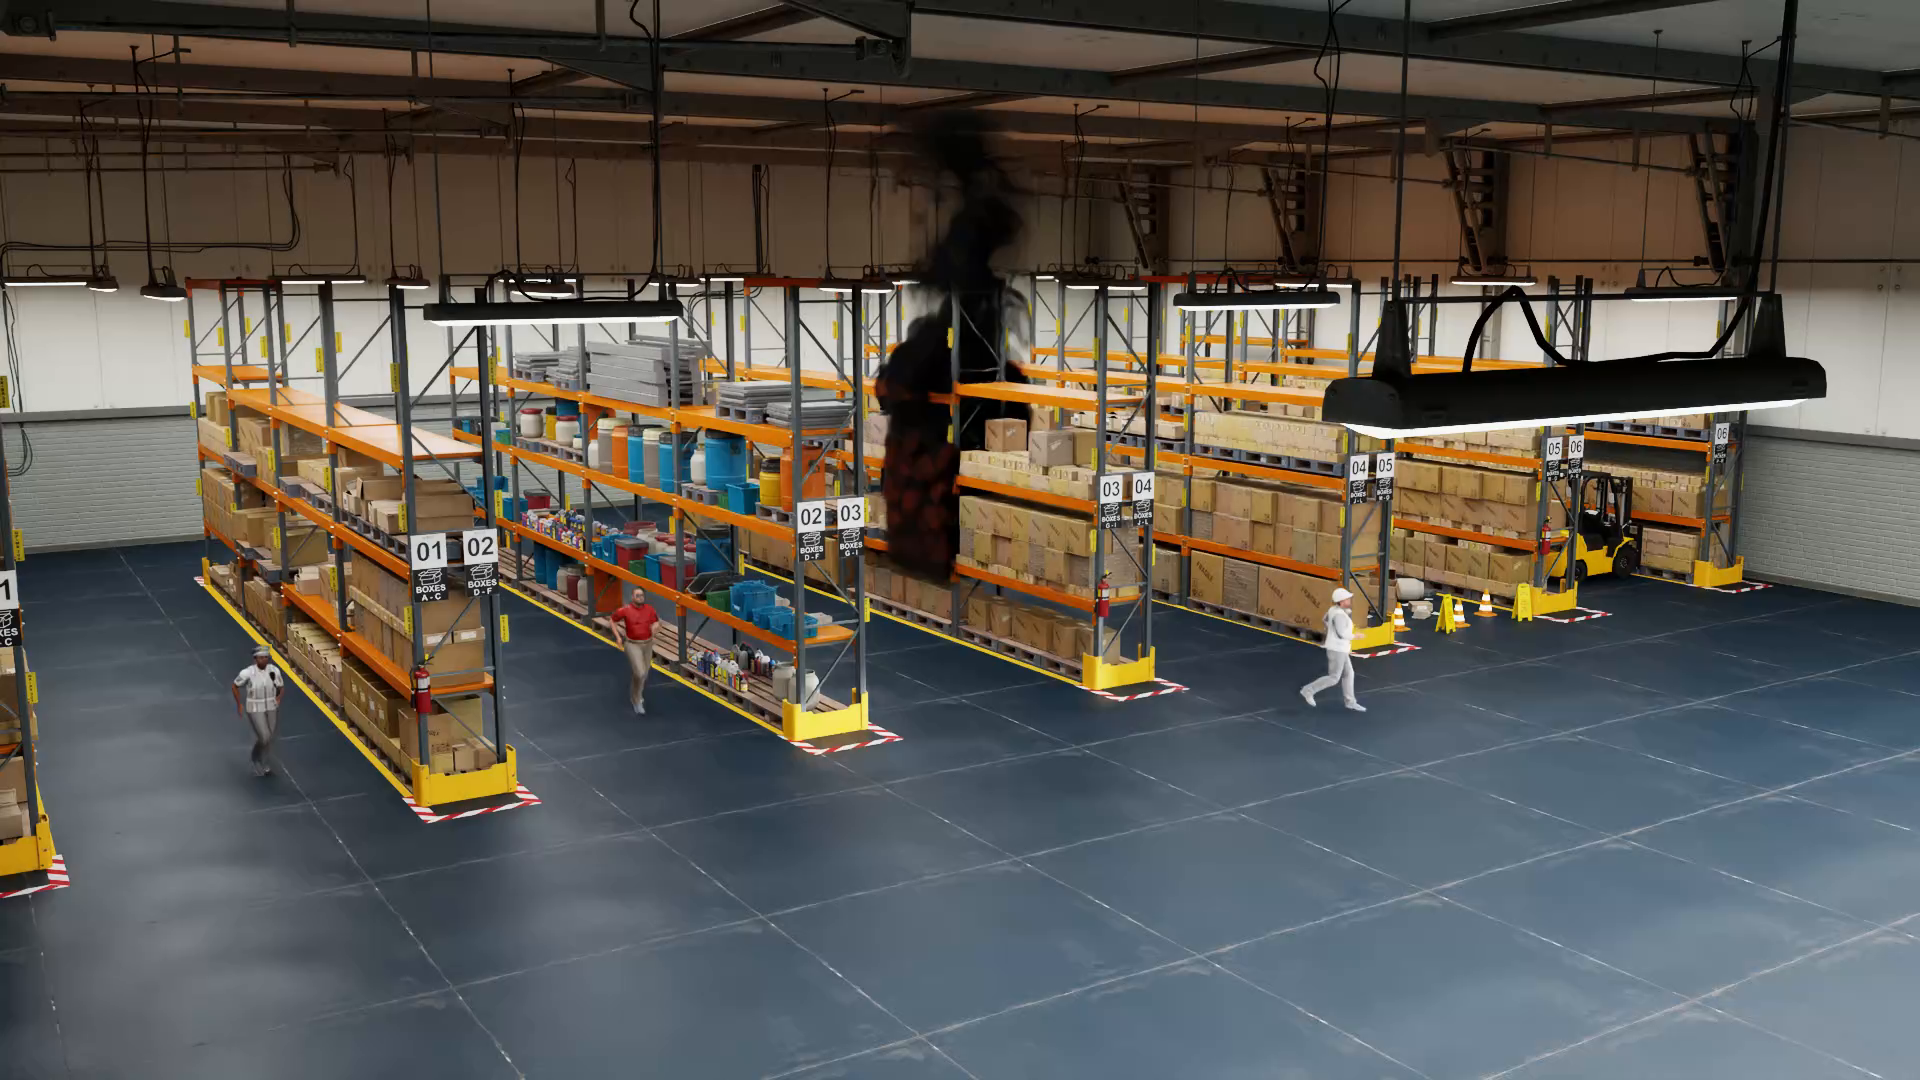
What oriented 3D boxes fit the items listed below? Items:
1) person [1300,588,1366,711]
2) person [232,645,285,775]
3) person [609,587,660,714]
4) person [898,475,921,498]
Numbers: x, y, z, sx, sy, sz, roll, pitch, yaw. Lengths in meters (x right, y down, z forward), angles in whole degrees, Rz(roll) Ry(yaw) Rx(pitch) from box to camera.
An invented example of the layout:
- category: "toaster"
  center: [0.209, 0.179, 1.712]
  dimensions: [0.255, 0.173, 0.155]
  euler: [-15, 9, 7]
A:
- category: "person"
  center: [5.289, 1.553, 23.480]
  dimensions: [0.952, 1.780, 0.669]
  euler: [1, 10, 6]
- category: "person"
  center: [-8.584, 2.102, 20.480]
  dimensions: [0.723, 1.638, 0.543]
  euler: [9, 13, 43]
- category: "person"
  center: [-4.554, 1.564, 23.610]
  dimensions: [0.631, 1.798, 0.754]
  euler: [-8, 13, -41]
- category: "person"
  center: [-0.976, -0.561, 36.199]
  dimensions: [0.630, 1.724, 0.703]
  euler: [-6, 11, -34]
